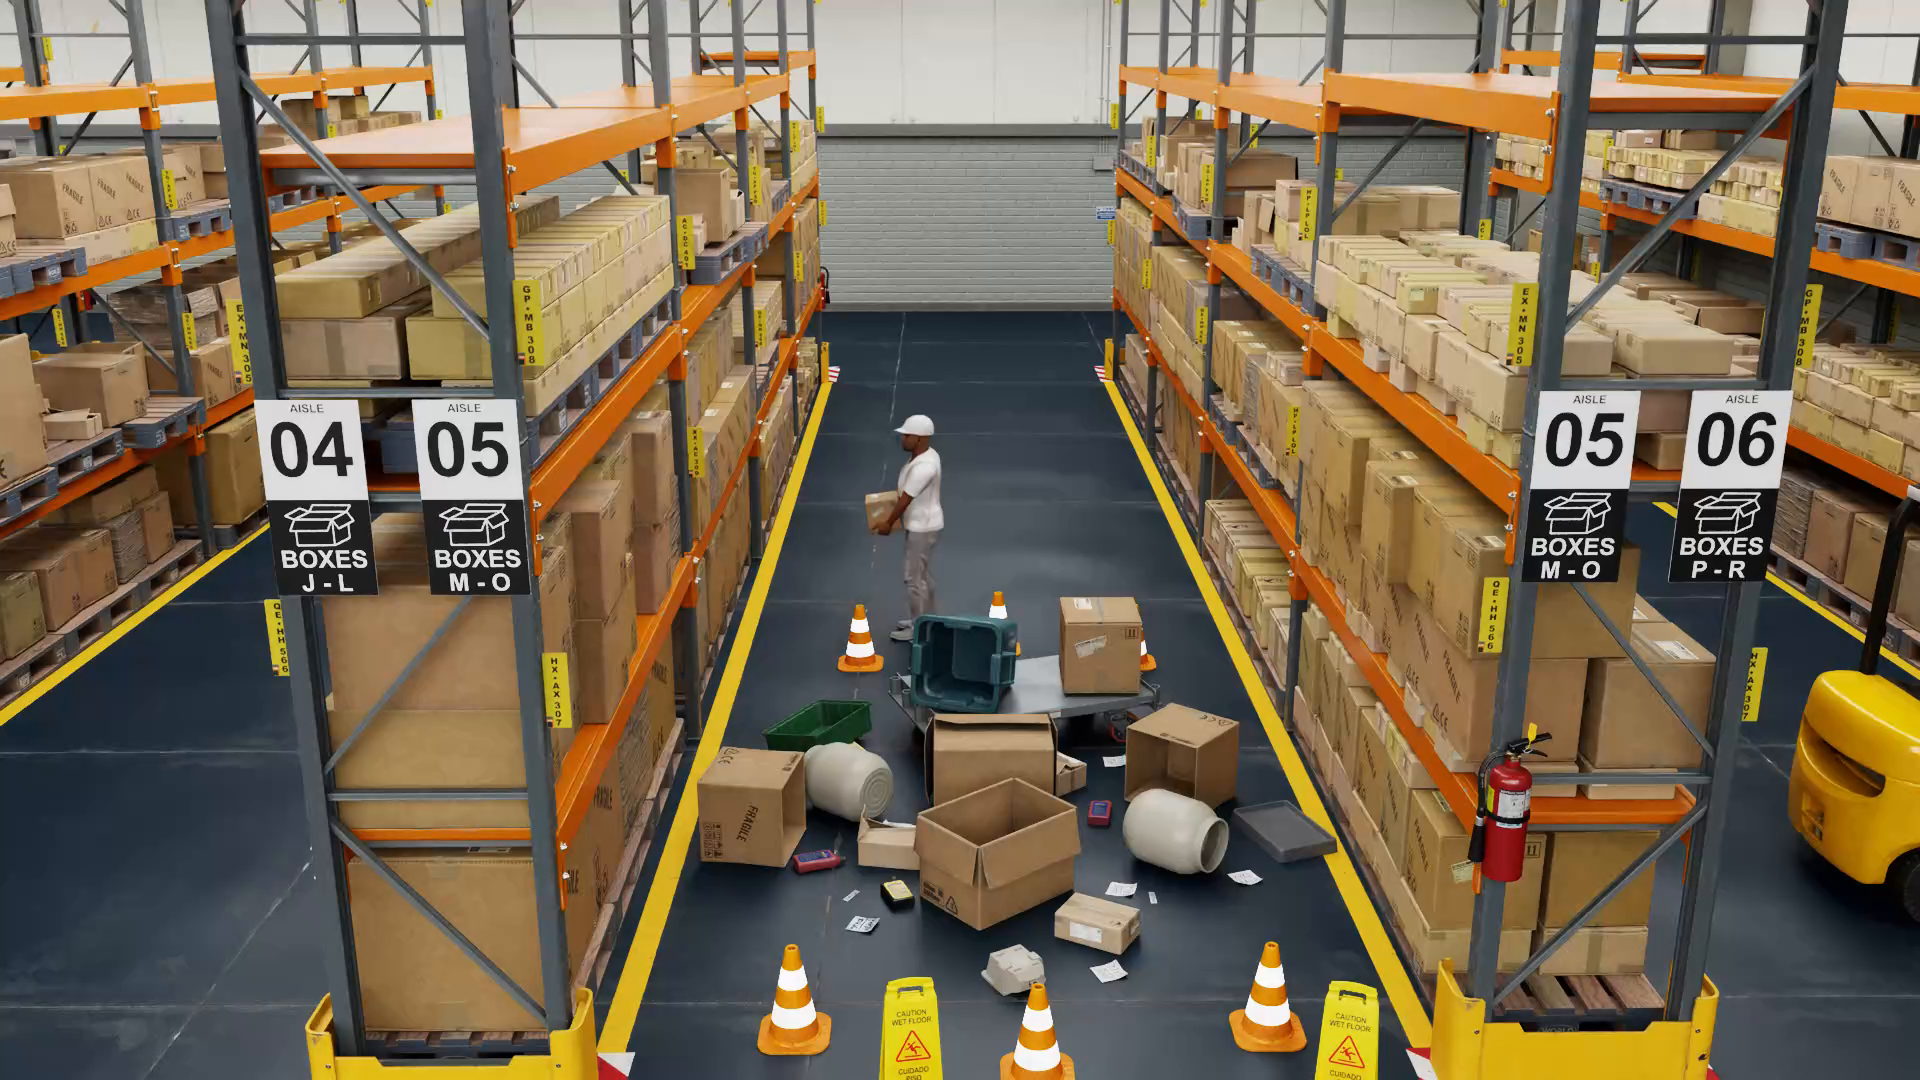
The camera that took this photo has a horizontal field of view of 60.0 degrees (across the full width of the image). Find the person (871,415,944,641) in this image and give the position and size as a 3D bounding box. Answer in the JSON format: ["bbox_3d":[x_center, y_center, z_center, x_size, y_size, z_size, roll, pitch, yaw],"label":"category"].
[{"bbox_3d":[-0.405,-0.099,12.829,0.563,1.763,0.505,0,17,-2],"label":"person"}]
